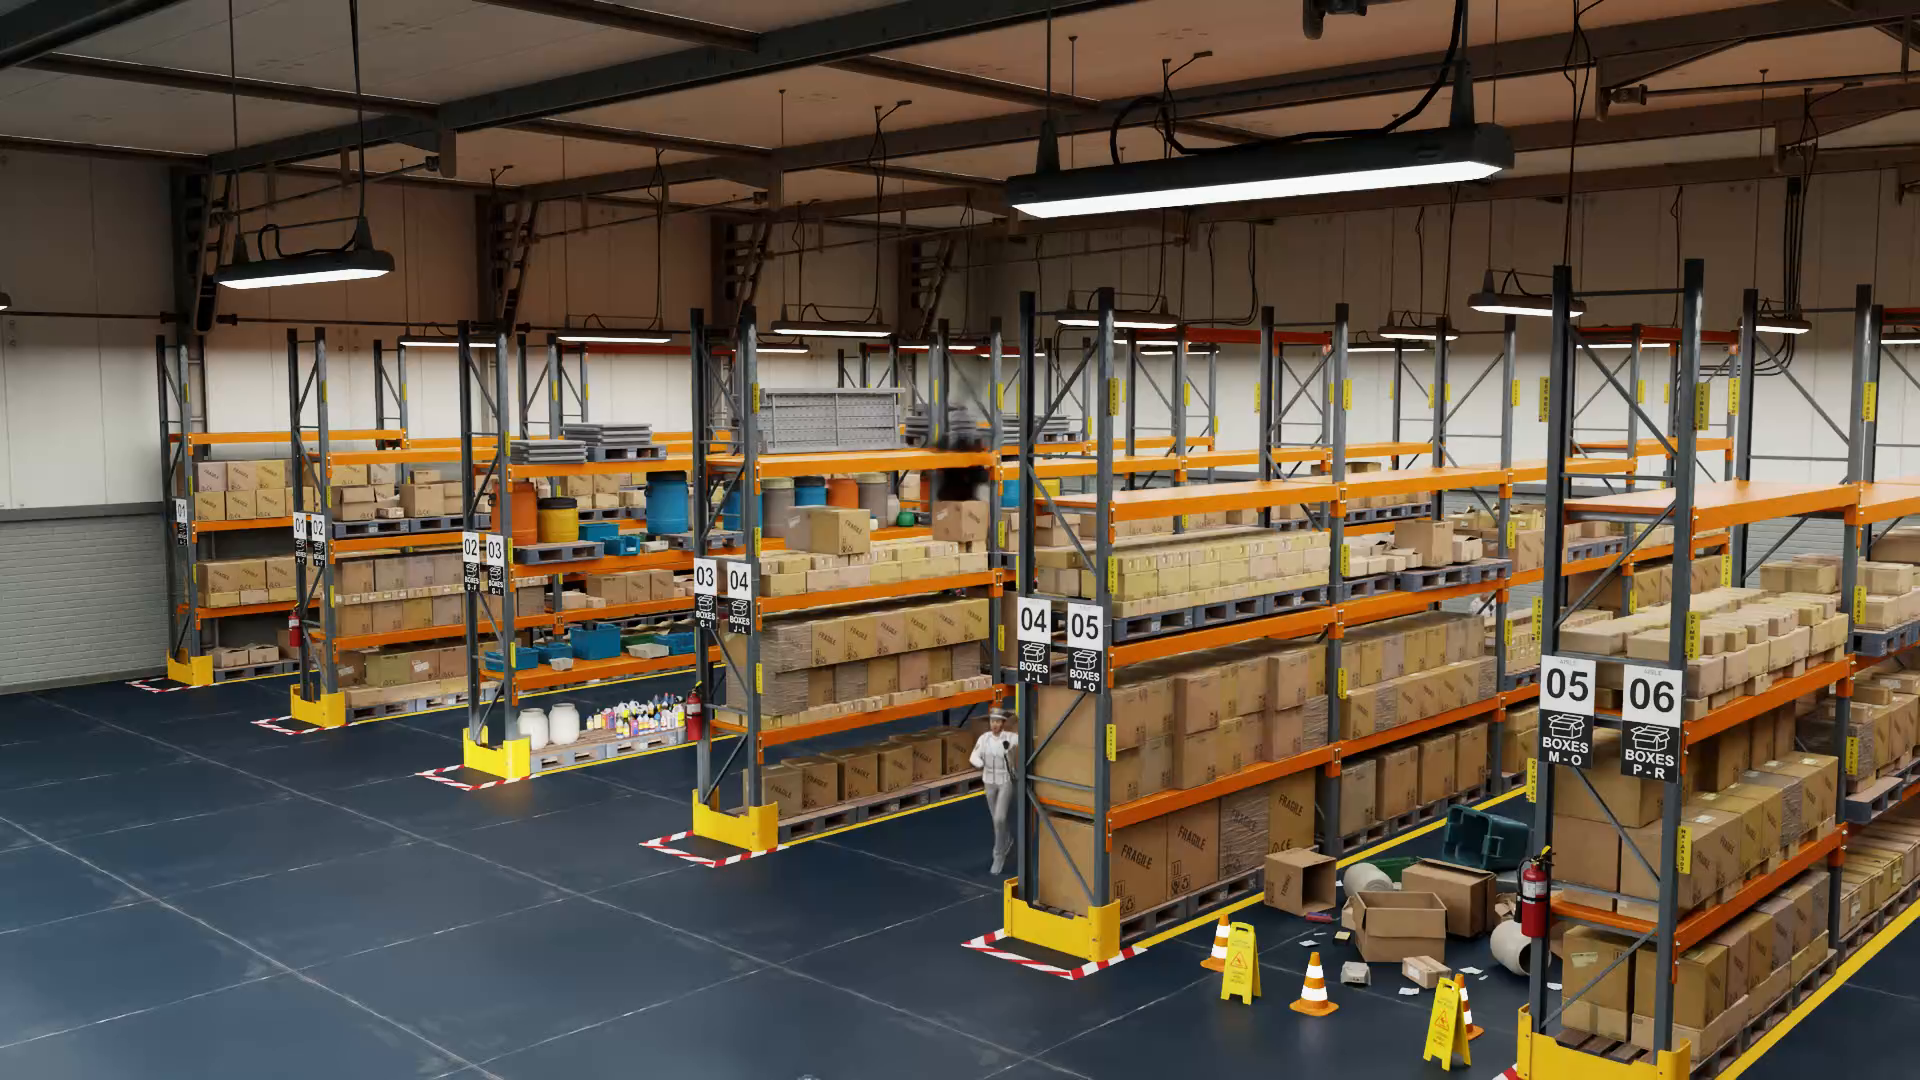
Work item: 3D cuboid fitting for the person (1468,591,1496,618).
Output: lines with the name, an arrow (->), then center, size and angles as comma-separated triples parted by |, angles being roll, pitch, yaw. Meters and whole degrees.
person -> 9.110, 1.594, 28.746 | 0.777, 1.745, 0.670 | -5, 7, -42

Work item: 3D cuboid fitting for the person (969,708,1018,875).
person -> 0.424, 2.650, 17.809 | 0.600, 1.758, 0.789 | 3, 6, 28
